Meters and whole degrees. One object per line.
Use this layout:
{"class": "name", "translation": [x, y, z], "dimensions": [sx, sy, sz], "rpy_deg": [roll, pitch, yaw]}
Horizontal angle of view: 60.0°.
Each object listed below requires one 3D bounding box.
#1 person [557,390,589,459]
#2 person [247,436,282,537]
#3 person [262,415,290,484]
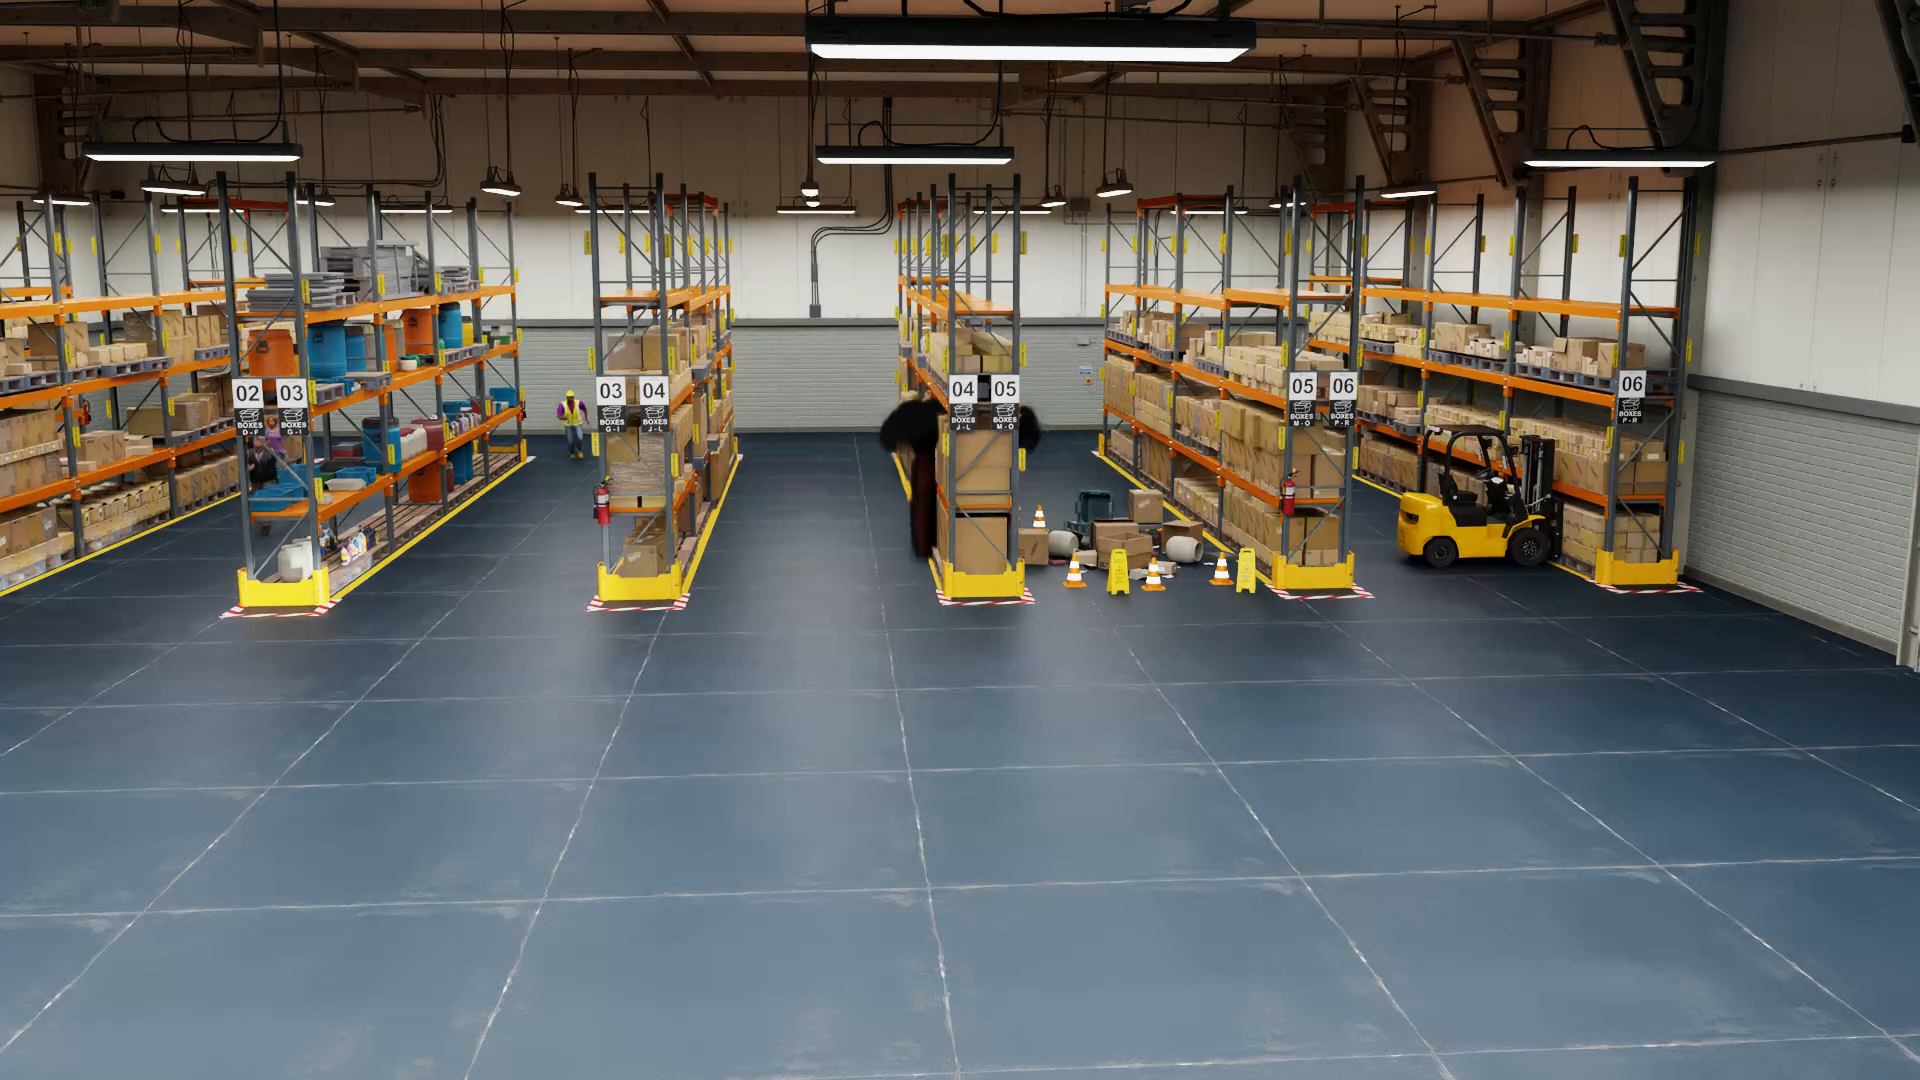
{"class": "person", "translation": [-9.135, -2.721, 39.289], "dimensions": [0.734, 1.654, 0.902], "rpy_deg": [-3, 10, -14]}
{"class": "person", "translation": [-12.304, -0.988, 29.306], "dimensions": [0.605, 1.774, 0.869], "rpy_deg": [-1, 10, -6]}
{"class": "person", "translation": [-13.903, -1.680, 33.802], "dimensions": [0.502, 1.522, 0.825], "rpy_deg": [-1, 10, -5]}
